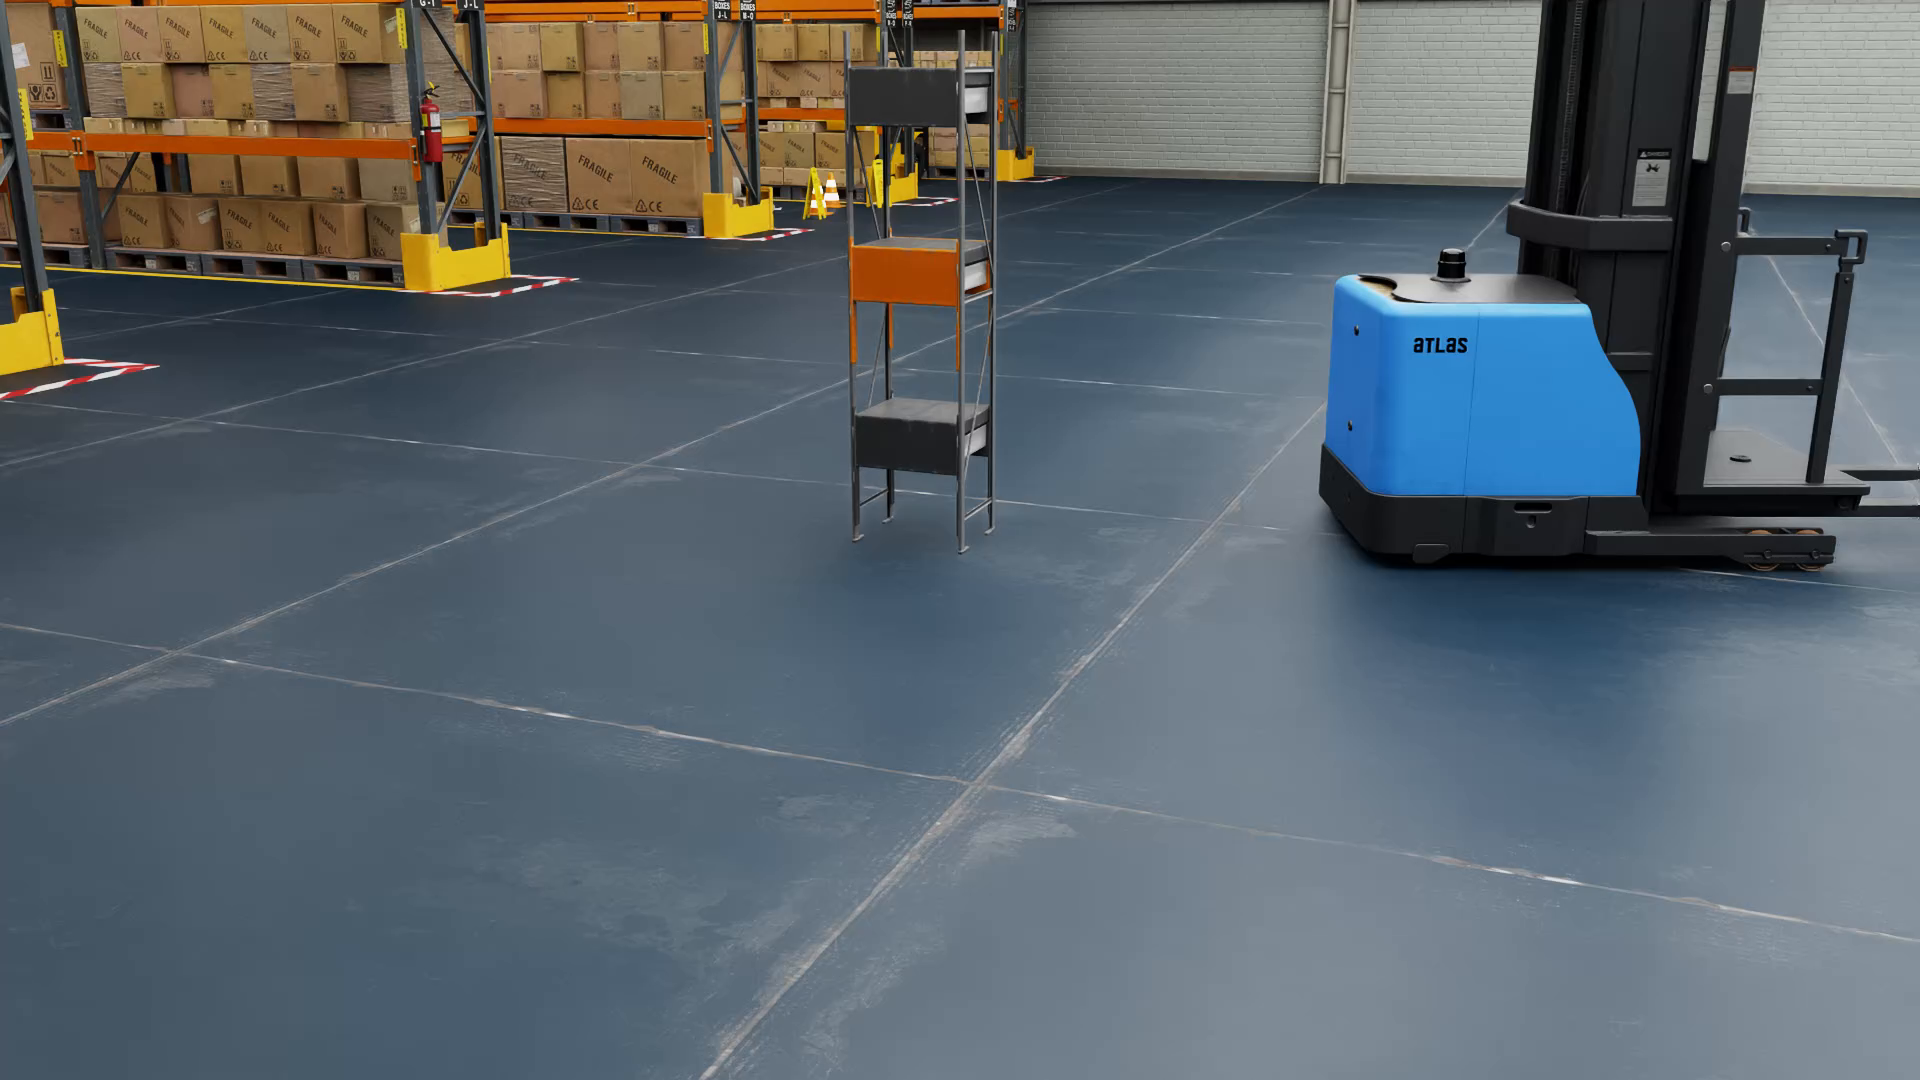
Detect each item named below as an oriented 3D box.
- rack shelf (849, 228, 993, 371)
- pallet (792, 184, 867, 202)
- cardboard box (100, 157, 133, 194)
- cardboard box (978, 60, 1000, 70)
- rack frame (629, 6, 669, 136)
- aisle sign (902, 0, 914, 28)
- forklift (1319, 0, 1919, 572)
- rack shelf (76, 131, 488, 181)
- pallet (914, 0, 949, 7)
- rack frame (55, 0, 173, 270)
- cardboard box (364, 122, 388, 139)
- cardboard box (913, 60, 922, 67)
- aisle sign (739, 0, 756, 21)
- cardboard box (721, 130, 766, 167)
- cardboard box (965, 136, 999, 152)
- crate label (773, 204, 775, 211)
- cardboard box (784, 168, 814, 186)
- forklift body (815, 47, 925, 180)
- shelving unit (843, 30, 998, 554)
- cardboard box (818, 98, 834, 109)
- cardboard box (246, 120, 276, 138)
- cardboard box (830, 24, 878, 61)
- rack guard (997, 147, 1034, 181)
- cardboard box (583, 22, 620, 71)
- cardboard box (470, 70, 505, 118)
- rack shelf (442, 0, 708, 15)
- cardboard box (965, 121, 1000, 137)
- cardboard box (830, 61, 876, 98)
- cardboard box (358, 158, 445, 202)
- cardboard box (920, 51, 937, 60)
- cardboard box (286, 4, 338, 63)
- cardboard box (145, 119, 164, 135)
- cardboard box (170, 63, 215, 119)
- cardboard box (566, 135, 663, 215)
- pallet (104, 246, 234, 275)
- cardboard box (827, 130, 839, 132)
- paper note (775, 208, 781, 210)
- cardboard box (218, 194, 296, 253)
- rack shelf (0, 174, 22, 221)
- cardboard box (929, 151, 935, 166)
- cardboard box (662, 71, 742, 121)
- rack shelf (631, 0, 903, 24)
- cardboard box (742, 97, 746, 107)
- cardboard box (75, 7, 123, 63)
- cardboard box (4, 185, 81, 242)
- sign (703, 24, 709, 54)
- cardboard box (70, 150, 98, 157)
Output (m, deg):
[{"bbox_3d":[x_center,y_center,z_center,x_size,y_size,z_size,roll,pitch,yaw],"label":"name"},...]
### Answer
[{"bbox_3d":[-0.154,-1.012,6.943,0.480,0.518,0.431,6,17,21],"label":"rack shelf"},{"bbox_3d":[-1.724,-5.136,24.487,1.213,0.211,1.003,6,17,21],"label":"pallet"},{"bbox_3d":[-11.265,-4.954,22.589,0.500,0.500,0.500,7,18,23],"label":"cardboard box"},{"bbox_3d":[0.482,-7.985,27.957,0.250,0.149,0.380,7,17,21],"label":"cardboard box"},{"bbox_3d":[-4.632,-6.784,25.163,0.127,3.000,1.000,6,17,21],"label":"rack frame"},{"bbox_3d":[-0.739,-7.698,23.646,0.004,0.787,0.394,6,17,21],"label":"aisle sign"},{"bbox_3d":[3.163,-1.429,6.838,3.031,2.935,1.130,0,16,0],"label":"forklift"},{"bbox_3d":[-6.407,-3.664,15.705,4.000,0.370,1.077,6,17,21],"label":"rack shelf"},{"bbox_3d":[-0.880,-9.264,28.484,1.213,0.211,1.003,6,17,21],"label":"pallet"},{"bbox_3d":[-8.268,-4.214,16.310,0.127,3.000,1.000,6,17,21],"label":"rack frame"},{"bbox_3d":[-5.120,-3.686,14.940,0.250,0.149,0.380,6,17,21],"label":"cardboard box"},{"bbox_3d":[-0.720,-8.110,28.387,0.250,0.149,0.380,6,17,21],"label":"cardboard box"},{"bbox_3d":[-2.457,-6.400,19.176,0.004,0.787,0.394,6,17,21],"label":"aisle sign"},{"bbox_3d":[-3.198,-5.790,24.572,0.500,0.500,0.500,7,18,24],"label":"cardboard box"},{"bbox_3d":[0.340,-6.753,28.337,0.500,0.250,0.500,6,17,20],"label":"cardboard box"},{"bbox_3d":[-2.629,-4.452,22.262,0.298,0.136,0.250,-2,16,-8],"label":"crate label"},{"bbox_3d":[-2.240,-5.324,24.312,0.500,0.250,0.500,6,17,21],"label":"cardboard box"},{"bbox_3d":[-1.526,-6.976,27.346,1.214,2.155,2.313,6,17,21],"label":"forklift body"},{"bbox_3d":[-0.154,-1.025,6.939,0.503,2.100,0.431,6,17,21],"label":"shelving unit"},{"bbox_3d":[-1.844,-6.266,23.829,0.250,0.149,0.380,6,17,20],"label":"cardboard box"},{"bbox_3d":[-6.322,-3.786,15.286,0.250,0.149,0.380,6,17,21],"label":"cardboard box"},{"bbox_3d":[-1.466,-7.042,23.544,0.500,0.500,0.700,6,17,19],"label":"cardboard box"},{"bbox_3d":[0.929,-6.460,28.529,0.348,0.500,1.175,6,17,21],"label":"rack guard"},{"bbox_3d":[-3.980,-5.845,19.720,0.550,0.550,0.875,6,17,21],"label":"cardboard box"},{"bbox_3d":[-5.486,-5.477,20.391,0.550,0.550,0.875,6,17,21],"label":"cardboard box"},{"bbox_3d":[-4.493,-6.381,19.683,4.000,0.370,1.077,6,17,21],"label":"rack shelf"},{"bbox_3d":[0.364,-6.991,28.258,0.500,0.250,0.500,7,18,22],"label":"cardboard box"},{"bbox_3d":[-1.517,-6.550,23.643,0.500,0.500,0.500,6,17,20],"label":"cardboard box"},{"bbox_3d":[-6.964,-4.652,21.099,0.750,0.750,1.050,6,17,20],"label":"cardboard box"},{"bbox_3d":[-0.485,-8.227,28.255,0.250,0.149,0.380,7,18,22],"label":"cardboard box"},{"bbox_3d":[-5.616,-4.518,14.849,0.500,0.500,0.500,6,17,21],"label":"cardboard box"},{"bbox_3d":[-7.472,-3.923,15.758,0.250,0.149,0.380,6,17,21],"label":"cardboard box"},{"bbox_3d":[-6.918,-4.258,15.747,0.500,0.500,0.875,6,17,21],"label":"cardboard box"},{"bbox_3d":[-4.107,-4.404,20.021,0.875,0.875,0.875,6,17,20],"label":"cardboard box"},{"bbox_3d":[-7.630,-2.816,16.493,1.213,0.211,1.003,6,17,21],"label":"pallet"},{"bbox_3d":[-2.070,-5.825,24.693,0.500,0.500,0.500,6,17,19],"label":"cardboard box"},{"bbox_3d":[-2.520,-4.530,22.722,0.142,0.019,0.148,0,16,1],"label":"paper note"},{"bbox_3d":[-6.768,-3.064,16.079,0.500,0.500,0.500,5,17,16],"label":"cardboard box"},{"bbox_3d":[-8.225,-2.380,11.280,4.000,0.370,1.077,6,17,21],"label":"rack shelf"},{"bbox_3d":[-0.567,-6.617,28.765,0.500,0.250,0.500,6,17,21],"label":"cardboard box"},{"bbox_3d":[-2.995,-5.179,19.365,0.550,0.550,0.875,6,17,21],"label":"cardboard box"},{"bbox_3d":[-2.771,-7.675,24.140,4.000,0.370,1.077,6,17,21],"label":"rack shelf"},{"bbox_3d":[-3.025,-6.397,24.278,0.250,0.149,0.380,6,17,20],"label":"cardboard box"},{"bbox_3d":[-7.942,-4.773,15.729,0.500,0.500,0.500,6,17,21],"label":"cardboard box"},{"bbox_3d":[-9.268,-3.347,17.017,0.500,0.500,0.700,6,17,20],"label":"cardboard box"},{"bbox_3d":[-2.845,-5.612,18.621,0.005,0.325,0.100,6,17,21],"label":"sign"},{"bbox_3d":[-11.748,-5.368,22.668,0.500,0.250,0.500,7,17,22],"label":"cardboard box"}]
